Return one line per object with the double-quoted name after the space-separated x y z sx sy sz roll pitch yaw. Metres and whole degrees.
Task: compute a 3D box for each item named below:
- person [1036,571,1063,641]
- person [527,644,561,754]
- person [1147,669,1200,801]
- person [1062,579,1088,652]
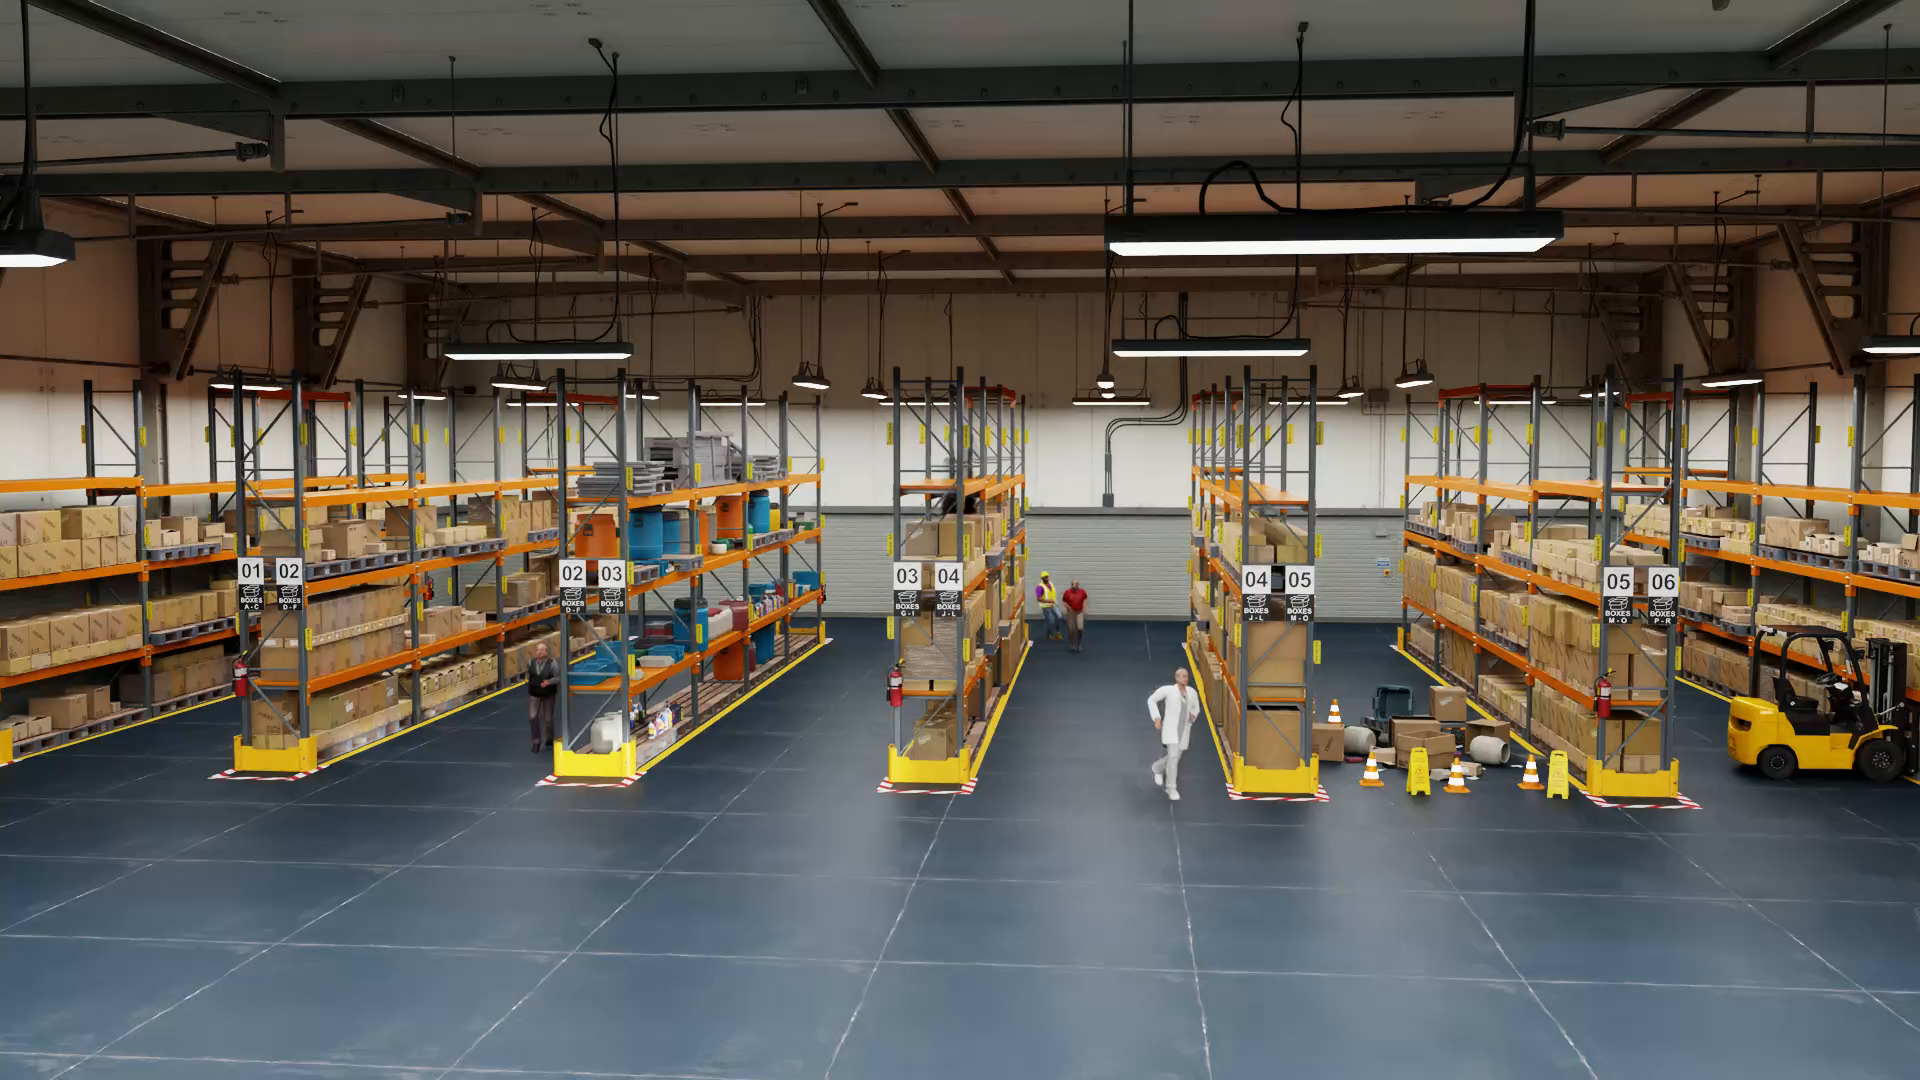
2.172 1.610 40.479 0.717 1.697 0.665 -2 4 -32 "person"
-6.630 2.516 26.461 0.574 1.760 0.847 0 4 -5 "person"
3.032 2.693 23.374 0.750 1.784 0.959 -1 4 -23 "person"
2.678 1.767 38.692 0.601 1.735 0.815 0 4 1 "person"
